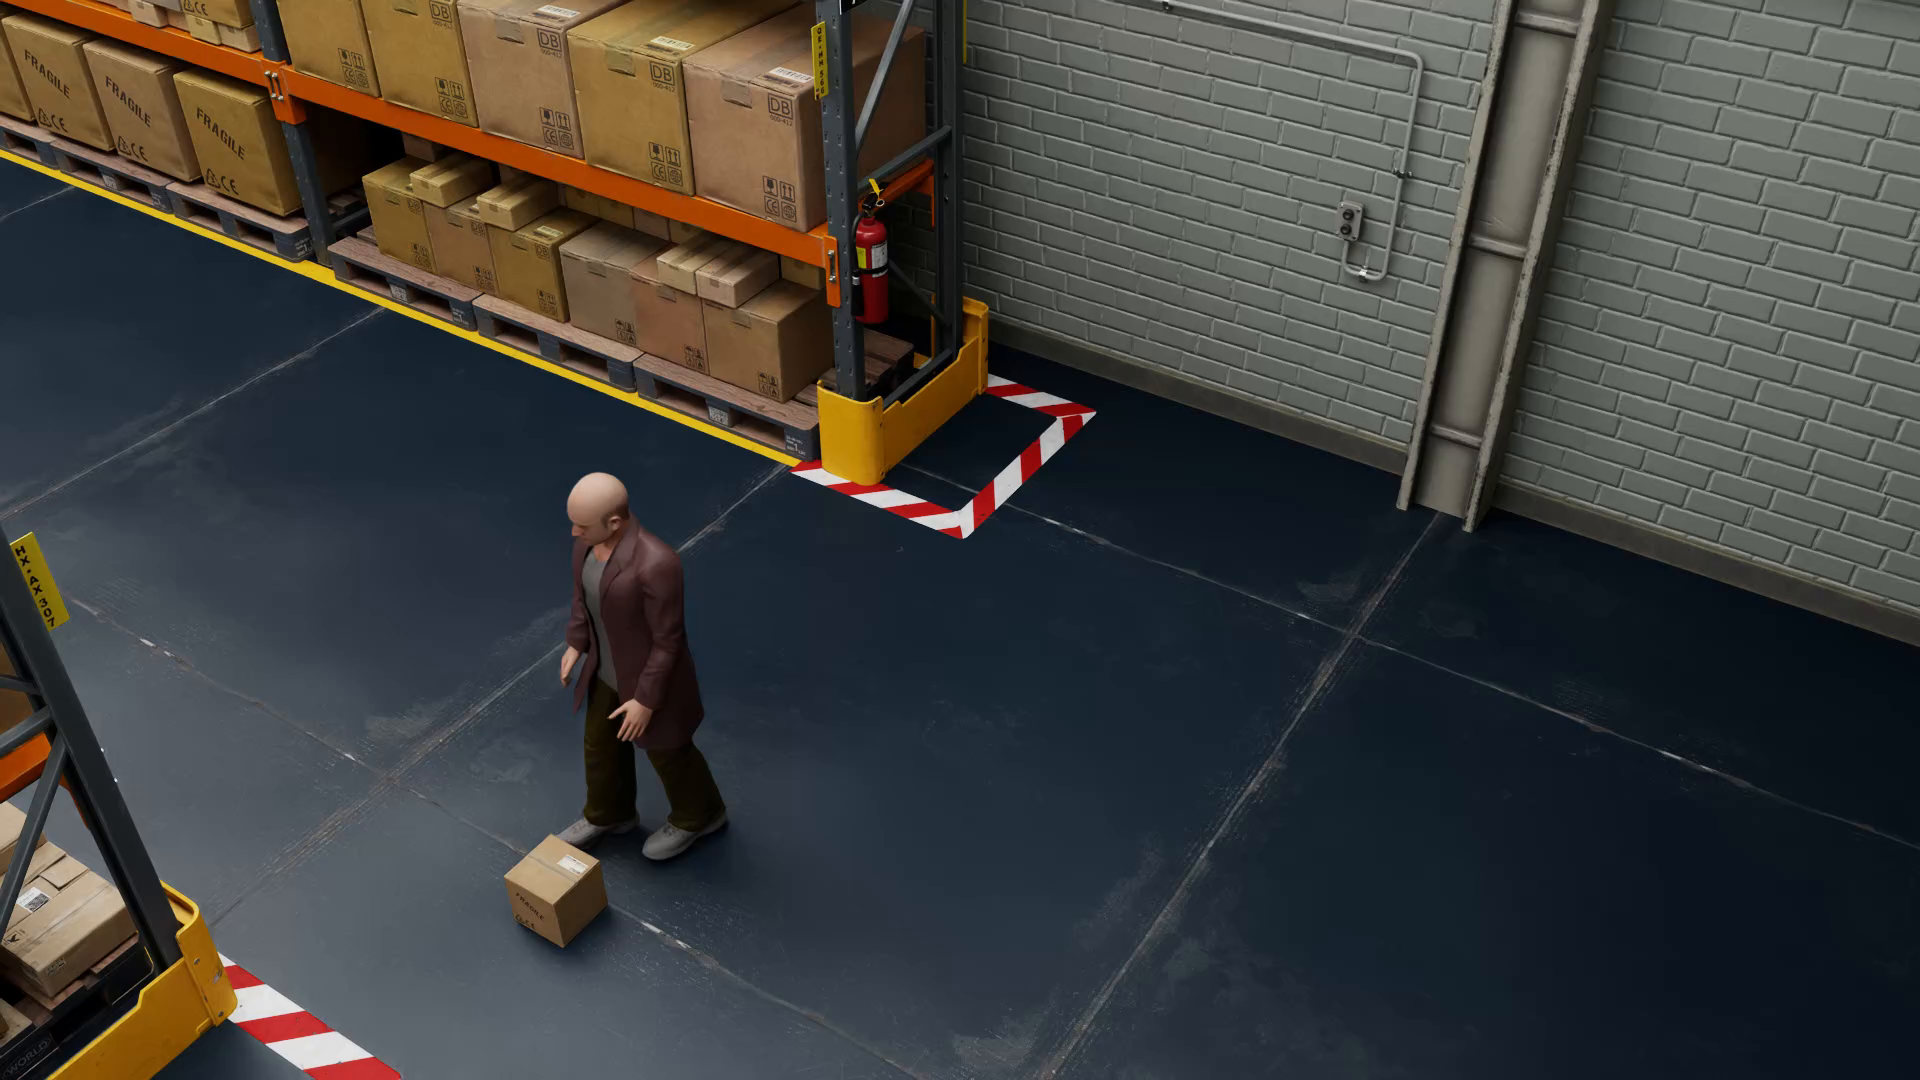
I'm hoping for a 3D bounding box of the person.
[{"bbox_3d":[-1.236,0.500,6.026,0.624,1.777,0.594,-31,47,-33],"label":"person"}]
